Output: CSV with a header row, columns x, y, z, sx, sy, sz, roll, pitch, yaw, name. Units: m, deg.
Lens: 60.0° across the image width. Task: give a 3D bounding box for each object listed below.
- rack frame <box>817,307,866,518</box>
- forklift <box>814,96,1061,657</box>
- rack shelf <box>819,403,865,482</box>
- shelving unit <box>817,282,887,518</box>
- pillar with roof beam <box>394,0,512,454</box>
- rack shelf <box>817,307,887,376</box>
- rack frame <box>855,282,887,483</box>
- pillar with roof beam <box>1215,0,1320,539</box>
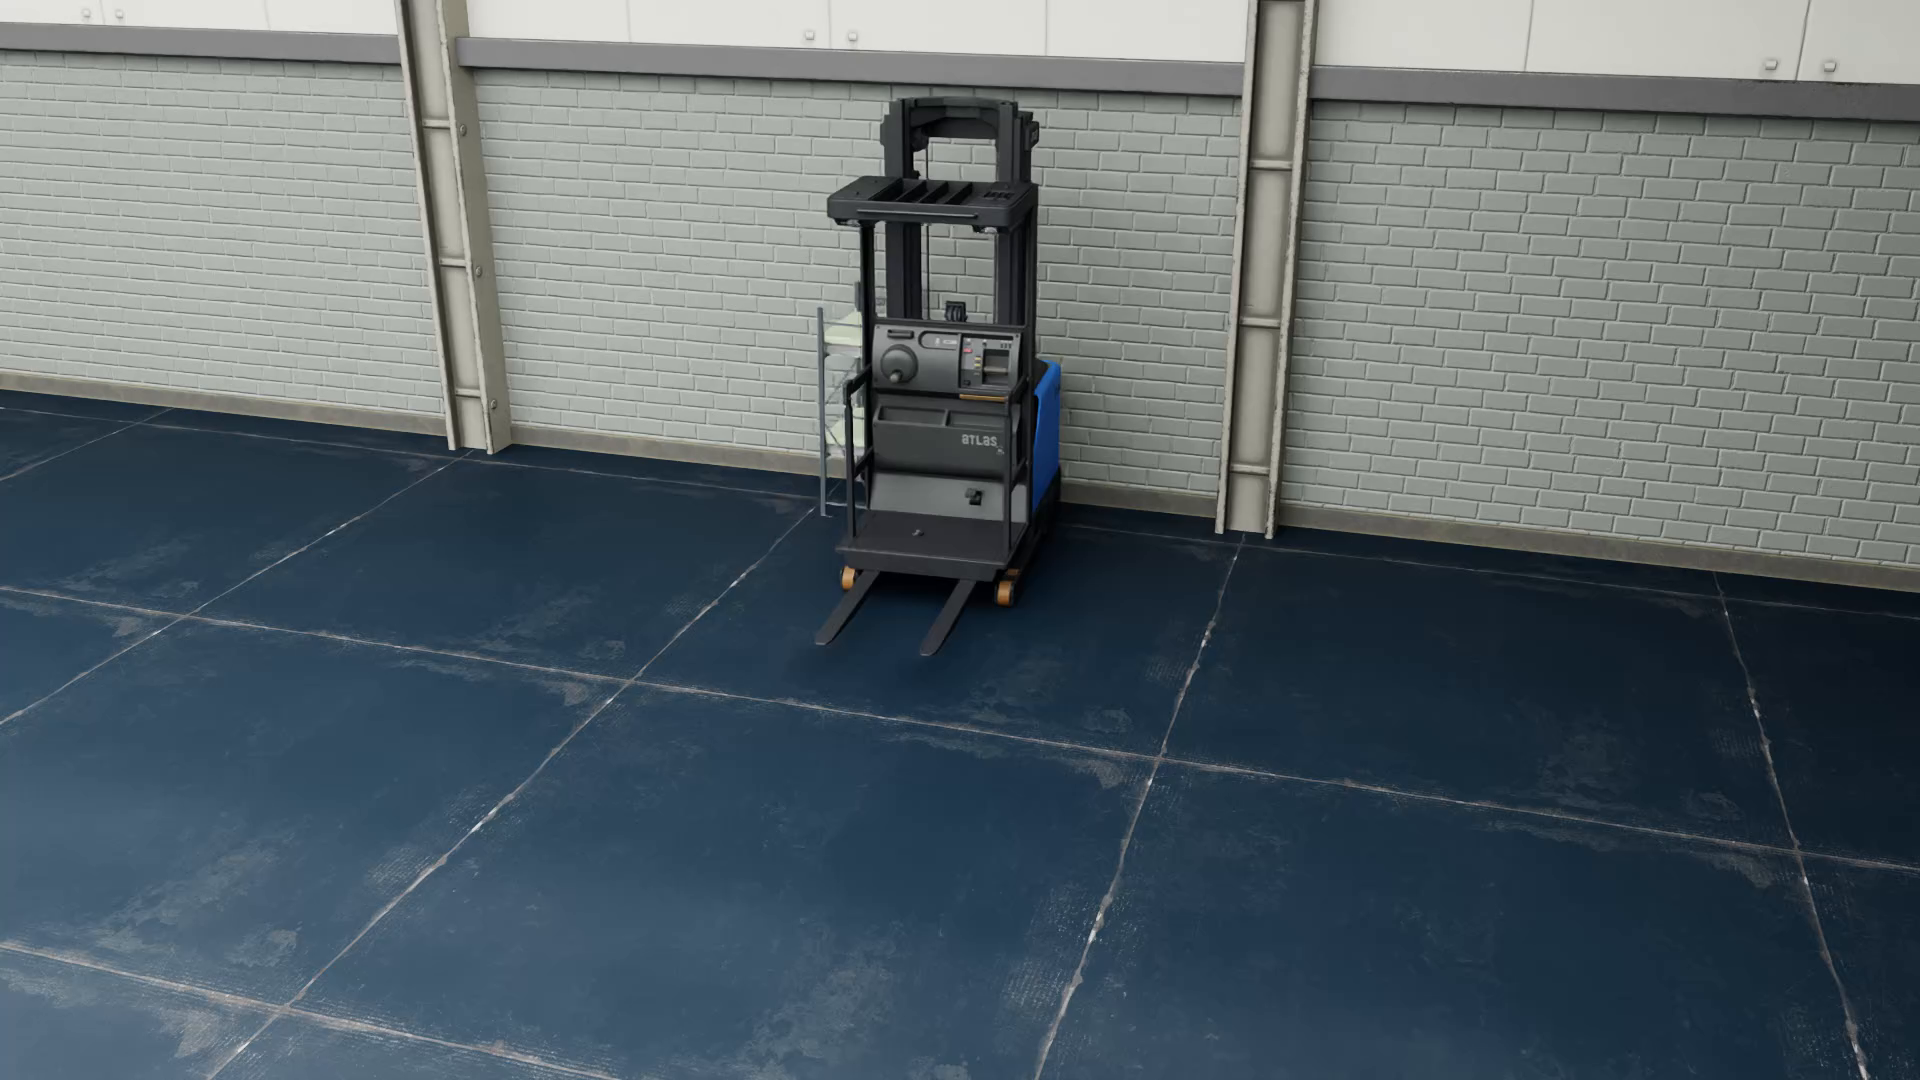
x,y,z,sx,sy,sz,roll,pitch,yaw,name
-0.767,-0.835,11.321,0.400,1.500,0.023,7,23,15,rack frame
-0.133,-1.102,10.094,1.130,2.935,3.031,5,23,12,forklift
-0.668,-0.668,11.770,0.431,0.370,0.720,7,23,15,rack shelf
-0.663,-0.969,11.645,0.431,1.500,0.755,7,23,15,shelving unit
-5.007,-3.341,7.558,0.400,9.000,9.100,7,23,16,pillar with roof beam
-0.657,-1.329,11.495,0.431,0.370,0.720,7,23,15,rack shelf
-0.558,-1.102,11.970,0.400,1.500,0.023,7,23,15,rack frame
0.737,-2.684,5.955,0.400,9.000,9.100,7,23,16,pillar with roof beam
